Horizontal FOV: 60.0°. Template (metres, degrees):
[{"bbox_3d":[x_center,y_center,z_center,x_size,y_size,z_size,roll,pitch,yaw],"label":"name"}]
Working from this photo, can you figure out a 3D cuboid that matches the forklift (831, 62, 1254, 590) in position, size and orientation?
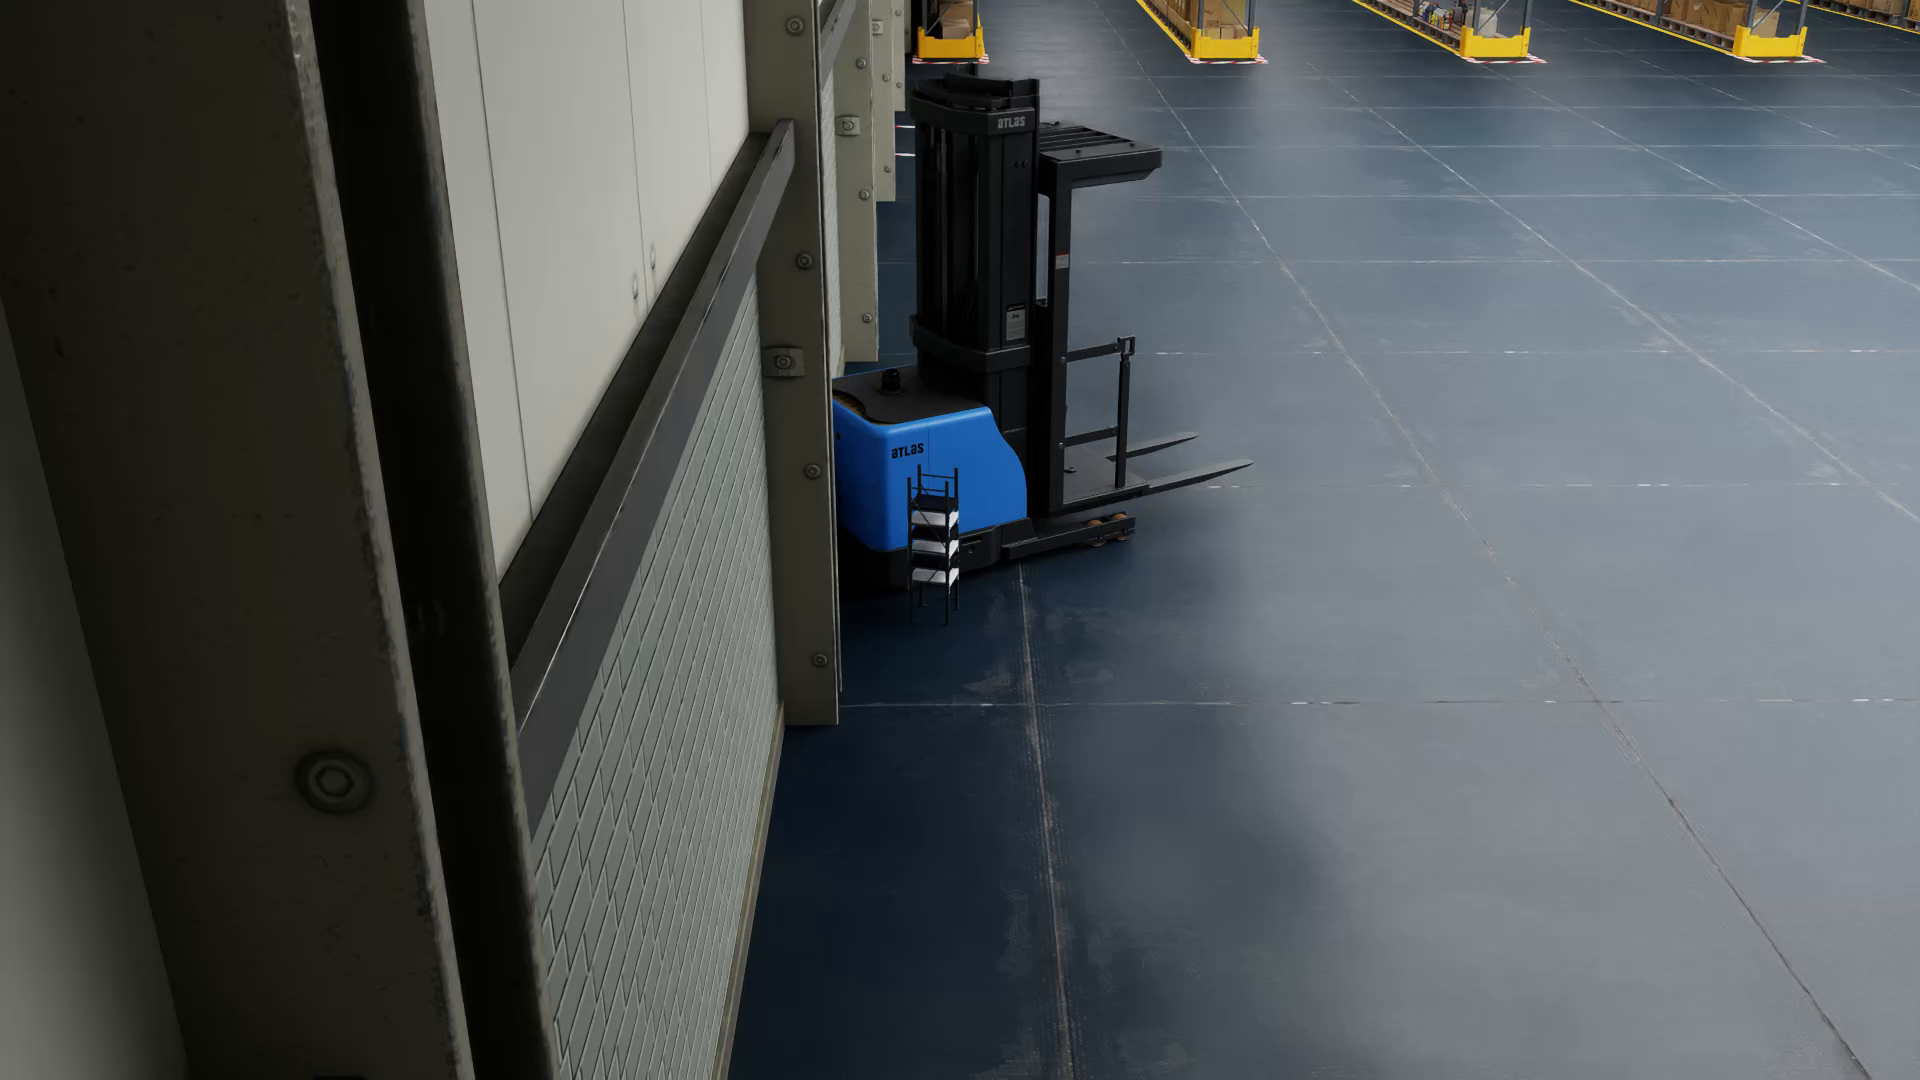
[{"bbox_3d":[0.543,-1.467,10.438,3.031,2.935,1.130,-14,28,-28],"label":"forklift"}]

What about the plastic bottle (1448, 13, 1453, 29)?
[{"bbox_3d":[9.398,-9.961,31.896,0.061,0.283,0.133,0,24,-1],"label":"plastic bottle"}]

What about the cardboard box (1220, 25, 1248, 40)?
[{"bbox_3d":[4.989,-9.278,30.452,0.500,0.250,0.500,0,24,-1],"label":"cardboard box"}]

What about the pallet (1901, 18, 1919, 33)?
[{"bbox_3d":[19.526,-10.205,33.059,1.003,0.211,1.213,0,24,-1],"label":"pallet"}]

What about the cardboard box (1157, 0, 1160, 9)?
[{"bbox_3d":[4.425,-11.293,34.907,0.500,0.250,0.500,0,24,1],"label":"cardboard box"}]

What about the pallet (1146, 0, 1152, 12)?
[{"bbox_3d":[4.655,-11.804,36.594,1.003,0.211,1.213,0,24,-1],"label":"pallet"}]

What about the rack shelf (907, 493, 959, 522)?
[{"bbox_3d":[-0.153,-0.186,9.496,0.258,0.077,0.200,6,25,14],"label":"rack shelf"}]

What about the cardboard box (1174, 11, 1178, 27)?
[{"bbox_3d":[4.432,-10.100,32.269,0.500,0.250,0.500,0,24,-1],"label":"cardboard box"}]

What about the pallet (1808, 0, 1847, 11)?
[{"bbox_3d":[19.485,-11.842,36.677,1.003,0.211,1.213,0,24,-1],"label":"pallet"}]

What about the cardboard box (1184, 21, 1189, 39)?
[{"bbox_3d":[4.454,-9.482,30.902,0.500,0.250,0.500,0,24,-1],"label":"cardboard box"}]

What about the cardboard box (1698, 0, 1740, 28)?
[{"bbox_3d":[14.698,-10.205,32.197,0.500,0.500,0.500,-2,24,-5],"label":"cardboard box"}]

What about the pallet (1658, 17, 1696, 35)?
[{"bbox_3d":[14.677,-10.262,33.183,1.003,0.211,1.213,0,24,-1],"label":"pallet"}]

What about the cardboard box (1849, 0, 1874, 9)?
[{"bbox_3d":[19.492,-11.609,34.998,1.050,0.750,0.750,0,24,-1],"label":"cardboard box"}]

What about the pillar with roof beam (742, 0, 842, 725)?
[{"bbox_3d":[3.513,-3.242,6.998,9.100,9.000,0.400,0,24,-1],"label":"pillar with roof beam"}]

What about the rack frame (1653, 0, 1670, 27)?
[{"bbox_3d":[14.635,-11.809,33.220,1.000,3.000,0.127,0,24,-1],"label":"rack frame"}]

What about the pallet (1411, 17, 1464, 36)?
[{"bbox_3d":[9.648,-10.239,33.133,1.003,0.211,1.213,0,24,-1],"label":"pallet"}]

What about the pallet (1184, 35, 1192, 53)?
[{"bbox_3d":[4.722,-9.162,30.752,1.003,0.211,1.213,0,24,-1],"label":"pallet"}]

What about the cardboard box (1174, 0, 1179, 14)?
[{"bbox_3d":[4.432,-10.442,32.114,0.500,0.500,0.500,0,24,-1],"label":"cardboard box"}]

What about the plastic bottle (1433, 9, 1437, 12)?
[{"bbox_3d":[9.317,-10.271,32.597,0.097,0.271,0.097,0,24,0],"label":"plastic bottle"}]

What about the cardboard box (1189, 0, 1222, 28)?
[{"bbox_3d":[4.469,-9.618,30.292,0.500,0.500,0.500,0,24,-1],"label":"cardboard box"}]

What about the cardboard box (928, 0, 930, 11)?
[{"bbox_3d":[-0.305,-11.320,34.638,0.700,0.500,0.500,-1,24,-2],"label":"cardboard box"}]

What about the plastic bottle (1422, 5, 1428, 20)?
[{"bbox_3d":[9.278,-10.480,33.053,0.152,0.276,0.135,1,24,1],"label":"plastic bottle"}]

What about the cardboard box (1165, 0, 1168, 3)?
[{"bbox_3d":[4.438,-11.126,33.856,0.500,0.311,0.500,0,24,-1],"label":"cardboard box"}]

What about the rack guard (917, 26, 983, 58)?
[{"bbox_3d":[-0.182,-8.986,30.013,1.175,0.500,0.348,0,24,-1],"label":"rack guard"}]

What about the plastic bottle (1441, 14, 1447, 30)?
[{"bbox_3d":[9.248,-9.904,31.771,0.061,0.283,0.133,0,24,1],"label":"plastic bottle"}]

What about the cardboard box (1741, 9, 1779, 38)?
[{"bbox_3d":[14.688,-9.471,30.574,0.500,0.500,0.500,4,25,9],"label":"cardboard box"}]

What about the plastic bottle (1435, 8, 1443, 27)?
[{"bbox_3d":[9.285,-10.116,32.158,0.144,0.351,0.185,1,24,2],"label":"plastic bottle"}]

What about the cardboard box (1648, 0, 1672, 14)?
[{"bbox_3d":[14.650,-11.124,34.204,0.700,0.500,0.500,-2,24,-5],"label":"cardboard box"}]

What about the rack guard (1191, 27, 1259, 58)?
[{"bbox_3d":[4.773,-8.969,29.974,1.175,0.500,0.348,0,24,-1],"label":"rack guard"}]

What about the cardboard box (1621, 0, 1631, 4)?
[{"bbox_3d":[14.650,-11.781,35.657,0.700,0.500,0.500,2,24,4],"label":"cardboard box"}]

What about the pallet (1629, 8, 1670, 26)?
[{"bbox_3d":[14.625,-10.859,34.504,1.003,0.211,1.213,0,24,-1],"label":"pallet"}]

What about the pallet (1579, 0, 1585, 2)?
[{"bbox_3d":[14.658,-12.512,38.158,1.003,0.211,1.213,0,24,-1],"label":"pallet"}]

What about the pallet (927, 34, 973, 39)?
[{"bbox_3d":[-0.155,-9.190,30.813,1.003,0.211,1.213,0,24,-1],"label":"pallet"}]

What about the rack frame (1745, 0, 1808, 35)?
[{"bbox_3d":[14.678,-10.161,29.576,1.000,3.000,0.127,0,24,-1],"label":"rack frame"}]

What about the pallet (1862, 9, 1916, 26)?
[{"bbox_3d":[19.512,-10.837,34.454,1.003,0.211,1.213,0,24,-1],"label":"pallet"}]

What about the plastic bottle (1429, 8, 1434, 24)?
[{"bbox_3d":[9.238,-10.269,32.578,0.061,0.283,0.133,1,24,2],"label":"plastic bottle"}]

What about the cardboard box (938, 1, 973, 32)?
[{"bbox_3d":[-0.063,-9.978,31.672,0.700,0.500,0.500,-2,24,-4],"label":"cardboard box"}]

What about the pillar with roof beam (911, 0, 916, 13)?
[{"bbox_3d":[3.186,-15.604,34.330,9.100,9.000,0.400,0,24,-1],"label":"pillar with roof beam"}]

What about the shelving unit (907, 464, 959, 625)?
[{"bbox_3d":[-0.153,0.029,9.593,0.258,0.900,0.210,6,25,14],"label":"shelving unit"}]

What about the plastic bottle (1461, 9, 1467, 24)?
[{"bbox_3d":[9.881,-10.262,32.563,0.061,0.283,0.133,0,24,-1],"label":"plastic bottle"}]

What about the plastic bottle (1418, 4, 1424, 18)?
[{"bbox_3d":[9.247,-10.611,33.348,0.097,0.271,0.097,0,24,0],"label":"plastic bottle"}]

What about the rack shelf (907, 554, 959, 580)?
[{"bbox_3d":[-0.153,0.142,9.644,0.258,0.077,0.200,6,25,14],"label":"rack shelf"}]

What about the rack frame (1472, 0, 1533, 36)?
[{"bbox_3d":[9.726,-10.139,29.527,1.000,3.000,0.127,0,24,-1],"label":"rack frame"}]

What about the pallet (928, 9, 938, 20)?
[{"bbox_3d":[-0.234,-10.793,34.357,1.003,0.211,1.213,0,24,-1],"label":"pallet"}]

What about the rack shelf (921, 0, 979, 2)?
[{"bbox_3d":[-0.203,-10.590,31.399,1.077,0.370,4.000,0,24,-1],"label":"rack shelf"}]

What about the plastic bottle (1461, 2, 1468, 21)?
[{"bbox_3d":[9.979,-10.437,32.868,0.144,0.351,0.185,-1,24,-3],"label":"plastic bottle"}]
